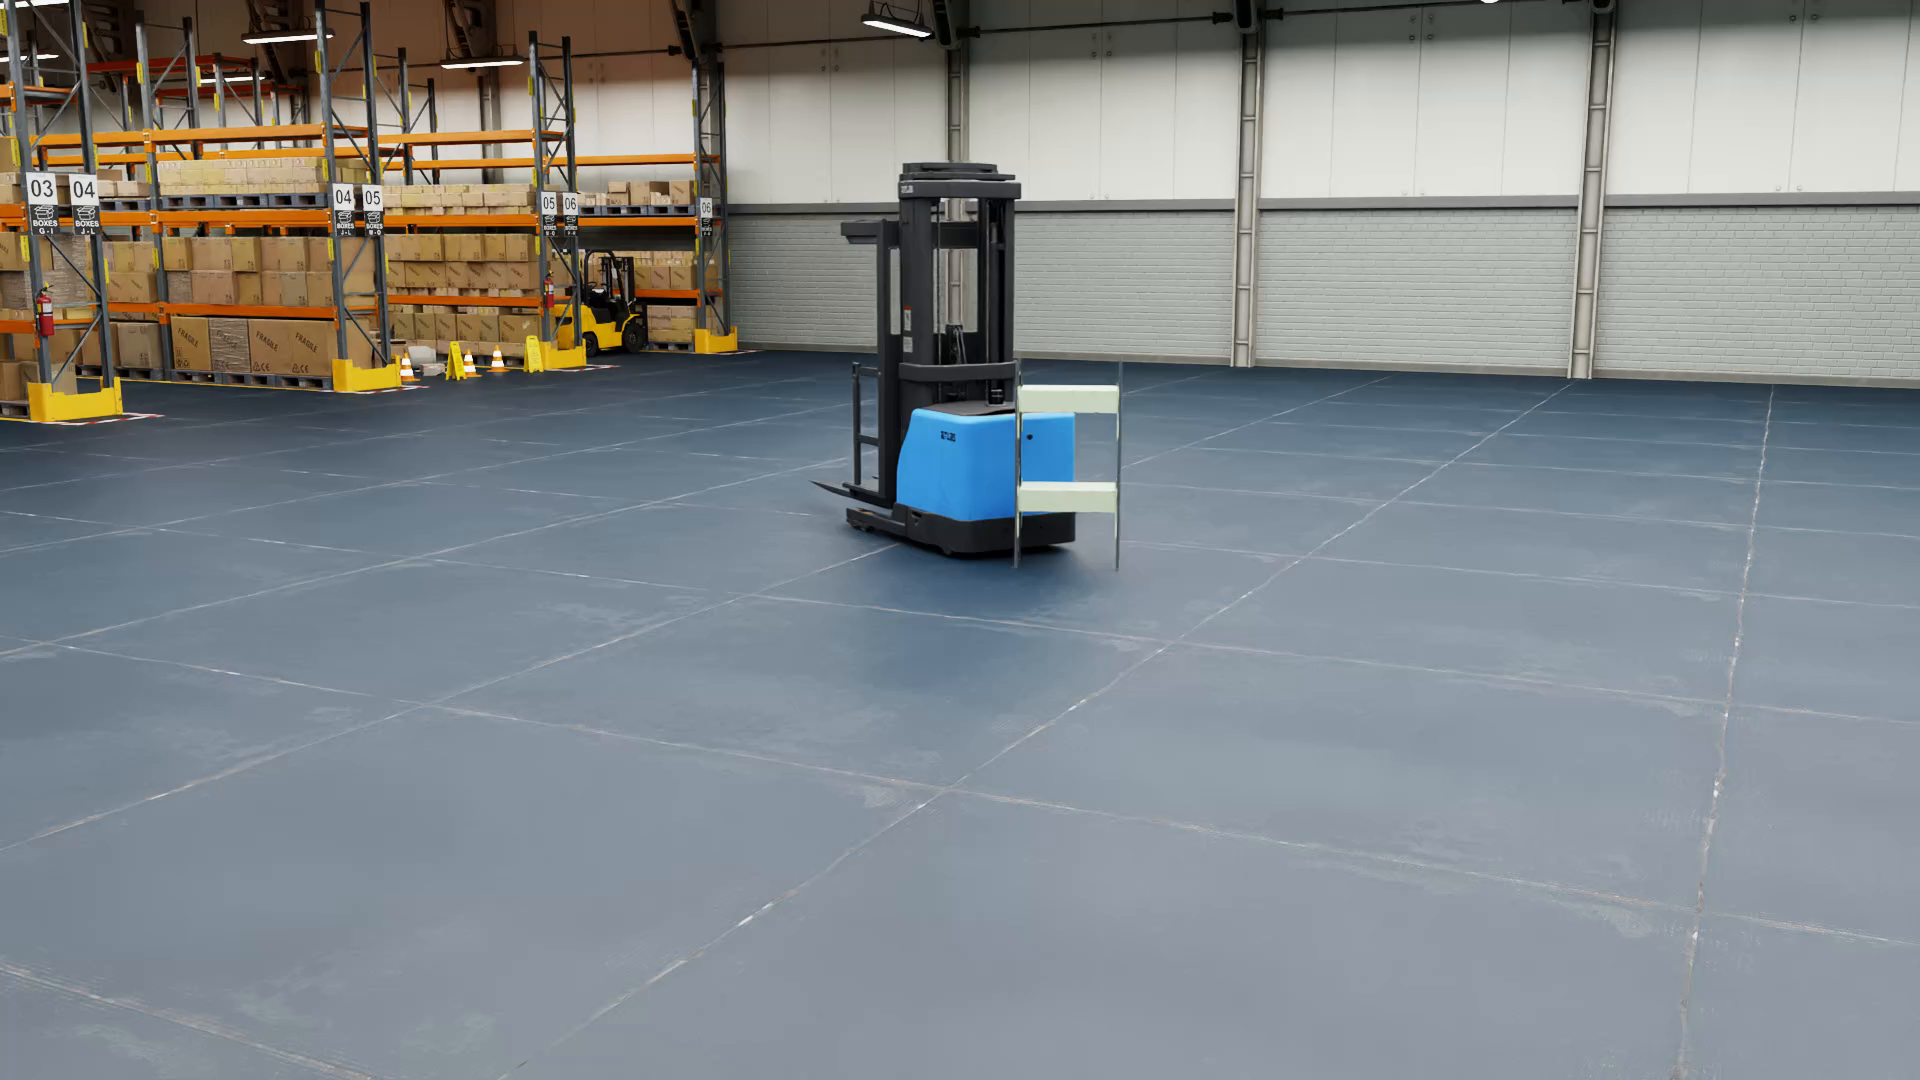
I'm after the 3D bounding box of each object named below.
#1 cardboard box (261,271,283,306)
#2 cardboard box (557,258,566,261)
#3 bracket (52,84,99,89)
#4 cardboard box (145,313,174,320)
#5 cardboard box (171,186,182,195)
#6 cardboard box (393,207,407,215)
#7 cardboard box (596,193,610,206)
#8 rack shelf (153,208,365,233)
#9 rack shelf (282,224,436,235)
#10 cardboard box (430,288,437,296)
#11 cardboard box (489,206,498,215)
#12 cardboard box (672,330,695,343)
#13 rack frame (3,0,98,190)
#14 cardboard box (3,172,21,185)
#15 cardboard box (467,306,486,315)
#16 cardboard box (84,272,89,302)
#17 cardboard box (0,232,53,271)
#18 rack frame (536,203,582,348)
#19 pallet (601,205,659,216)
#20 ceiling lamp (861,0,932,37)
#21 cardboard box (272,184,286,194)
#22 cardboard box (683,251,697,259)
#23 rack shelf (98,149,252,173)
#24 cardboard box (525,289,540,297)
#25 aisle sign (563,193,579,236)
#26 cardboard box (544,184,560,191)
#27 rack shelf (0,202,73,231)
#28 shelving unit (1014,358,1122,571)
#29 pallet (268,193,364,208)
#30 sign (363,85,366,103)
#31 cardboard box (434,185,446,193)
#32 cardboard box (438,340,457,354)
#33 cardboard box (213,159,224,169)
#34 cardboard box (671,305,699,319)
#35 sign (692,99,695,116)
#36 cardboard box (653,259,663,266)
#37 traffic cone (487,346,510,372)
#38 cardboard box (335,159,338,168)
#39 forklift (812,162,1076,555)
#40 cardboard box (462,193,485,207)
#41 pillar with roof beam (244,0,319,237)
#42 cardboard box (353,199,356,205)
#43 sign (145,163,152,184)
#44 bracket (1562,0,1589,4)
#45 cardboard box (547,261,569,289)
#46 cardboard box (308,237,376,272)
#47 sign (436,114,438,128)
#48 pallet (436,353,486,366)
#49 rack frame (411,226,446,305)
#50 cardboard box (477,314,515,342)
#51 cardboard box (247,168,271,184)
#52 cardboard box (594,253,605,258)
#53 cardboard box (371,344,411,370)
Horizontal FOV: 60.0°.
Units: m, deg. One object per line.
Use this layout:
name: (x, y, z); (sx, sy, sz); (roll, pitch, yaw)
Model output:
cardboard box: (-10.804, -4.104, 27.063); (0.550, 0.550, 0.875); (5, 11, 26)
cardboard box: (-8.627, -6.112, 36.478); (0.250, 0.149, 0.380); (5, 11, 25)
bracket: (-24.612, -12.032, 44.338); (5.218, 0.066, 0.076); (5, 11, 26)
cardboard box: (-16.759, -4.703, 35.583); (0.875, 0.875, 0.875); (5, 12, 27)
cardboard box: (-12.680, -5.725, 27.261); (0.250, 0.149, 0.380); (5, 11, 26)
cardboard box: (-10.609, -6.277, 31.771); (0.250, 0.149, 0.380); (5, 11, 26)
cardboard box: (-7.600, -7.311, 35.700); (0.258, 0.266, 0.396); (5, 11, 24)
rack shelf: (-11.296, -5.184, 27.047); (4.000, 0.370, 1.077); (5, 11, 26)
rack shelf: (-14.177, -7.406, 39.325); (4.000, 0.370, 1.077); (5, 11, 26)
cardboard box: (-9.888, -4.750, 31.756); (0.250, 0.149, 0.380); (5, 11, 26)
cardboard box: (-8.505, -6.110, 30.850); (0.250, 0.149, 0.380); (5, 11, 26)
cardboard box: (-5.771, -4.336, 35.307); (0.500, 0.250, 0.500); (5, 11, 26)
rack frame: (-11.787, -6.072, 21.513); (0.127, 3.000, 1.000); (5, 11, 26)
cardboard box: (-12.174, -4.690, 21.603); (0.250, 0.149, 0.380); (5, 11, 26)
cardboard box: (-9.055, -4.326, 31.323); (0.250, 0.149, 0.380); (6, 12, 28)
cardboard box: (-15.038, -4.386, 28.763); (0.500, 0.500, 0.500); (5, 11, 25)
cardboard box: (-12.390, -3.811, 21.944); (0.500, 0.500, 0.500); (5, 11, 26)
rack frame: (-7.402, -4.703, 30.792); (0.127, 3.000, 1.000); (5, 11, 26)
pallet: (-6.930, -7.084, 35.775); (1.213, 0.211, 1.003); (5, 11, 26)
ceiling lamp: (-0.832, -10.171, 27.772); (0.800, 3.185, 2.000); (5, 11, 26)
cardboard box: (-10.633, -5.545, 26.267); (0.250, 0.149, 0.380); (5, 11, 26)
cardboard box: (-5.624, -6.005, 35.051); (0.250, 0.149, 0.380); (5, 11, 26)
rack shelf: (-16.370, -7.892, 34.711); (4.000, 0.370, 1.077); (5, 11, 26)
cardboard box: (-7.832, -4.574, 30.788); (0.250, 0.149, 0.380); (5, 12, 28)
aisle sign: (-7.210, -6.027, 30.807); (0.004, 0.787, 0.394); (5, 11, 26)
cardboard box: (-7.631, -6.508, 30.811); (0.250, 0.149, 0.380); (5, 11, 25)
rack shelf: (-13.581, -4.400, 22.715); (4.000, 0.370, 1.077); (5, 11, 26)
shelving unit: (0.786, -0.555, 12.086); (0.755, 1.500, 0.431); (1, 10, 5)
pallet: (-10.172, -5.393, 26.434); (1.213, 0.211, 1.003); (5, 11, 26)
sign: (-11.230, -8.418, 31.410); (0.005, 0.325, 0.100); (5, 11, 26)
cardboard box: (-9.659, -6.592, 31.274); (0.250, 0.149, 0.380); (5, 11, 25)
cardboard box: (-9.619, -3.700, 31.795); (0.500, 0.250, 0.500); (5, 11, 25)
cardboard box: (-11.771, -6.037, 26.748); (0.250, 0.149, 0.380); (5, 11, 26)
cardboard box: (-5.760, -4.828, 35.217); (0.500, 0.250, 0.500); (5, 12, 28)
sign: (-5.462, -8.861, 34.077); (0.005, 0.325, 0.100); (5, 11, 26)
cardboard box: (-6.309, -5.914, 35.381); (0.250, 0.149, 0.380); (5, 11, 25)
traffic cone: (-8.359, -3.282, 30.067); (0.334, 0.463, 0.336); (5, 11, 26)
cardboard box: (-9.885, -6.002, 26.554); (0.250, 0.149, 0.380); (5, 11, 26)
forklift: (-0.283, -1.548, 13.552); (1.130, 2.935, 3.031); (-6, 12, -29)
cardboard box: (-8.898, -6.329, 30.938); (0.500, 0.250, 0.500); (5, 12, 27)
pillar with roof beam: (-18.101, -8.905, 37.164); (0.548, 9.000, 9.100); (5, 11, 26)
cardboard box: (-11.577, -6.650, 32.369); (0.500, 0.250, 0.500); (5, 11, 25)
sign: (-13.320, -6.017, 27.297); (0.005, 0.325, 0.100); (5, 11, 26)
bracket: (10.178, -8.975, 27.448); (0.430, 0.232, 0.235); (5, 11, 26)
cardboard box: (-7.704, -4.980, 31.207); (0.500, 0.500, 0.500); (5, 11, 25)
cardboard box: (-9.818, -4.545, 26.466); (0.550, 0.550, 0.875); (5, 11, 26)
sign: (-12.141, -9.705, 38.517); (0.005, 0.325, 0.100); (5, 11, 26)
pallet: (-9.273, -3.503, 31.991); (1.213, 0.211, 1.003); (5, 11, 26)
rack frame: (-12.384, -6.126, 38.657); (0.127, 3.000, 1.000); (5, 11, 26)
cardboard box: (-8.706, -3.987, 31.276); (0.500, 0.500, 0.500); (6, 12, 28)
cardboard box: (-10.963, -5.782, 26.458); (0.500, 0.250, 0.500); (5, 11, 25)
cardboard box: (-7.705, -6.176, 35.992); (0.250, 0.149, 0.380); (5, 11, 25)
cardboard box: (-10.098, -3.208, 29.545); (0.637, 0.503, 0.797); (-2, 11, -14)
